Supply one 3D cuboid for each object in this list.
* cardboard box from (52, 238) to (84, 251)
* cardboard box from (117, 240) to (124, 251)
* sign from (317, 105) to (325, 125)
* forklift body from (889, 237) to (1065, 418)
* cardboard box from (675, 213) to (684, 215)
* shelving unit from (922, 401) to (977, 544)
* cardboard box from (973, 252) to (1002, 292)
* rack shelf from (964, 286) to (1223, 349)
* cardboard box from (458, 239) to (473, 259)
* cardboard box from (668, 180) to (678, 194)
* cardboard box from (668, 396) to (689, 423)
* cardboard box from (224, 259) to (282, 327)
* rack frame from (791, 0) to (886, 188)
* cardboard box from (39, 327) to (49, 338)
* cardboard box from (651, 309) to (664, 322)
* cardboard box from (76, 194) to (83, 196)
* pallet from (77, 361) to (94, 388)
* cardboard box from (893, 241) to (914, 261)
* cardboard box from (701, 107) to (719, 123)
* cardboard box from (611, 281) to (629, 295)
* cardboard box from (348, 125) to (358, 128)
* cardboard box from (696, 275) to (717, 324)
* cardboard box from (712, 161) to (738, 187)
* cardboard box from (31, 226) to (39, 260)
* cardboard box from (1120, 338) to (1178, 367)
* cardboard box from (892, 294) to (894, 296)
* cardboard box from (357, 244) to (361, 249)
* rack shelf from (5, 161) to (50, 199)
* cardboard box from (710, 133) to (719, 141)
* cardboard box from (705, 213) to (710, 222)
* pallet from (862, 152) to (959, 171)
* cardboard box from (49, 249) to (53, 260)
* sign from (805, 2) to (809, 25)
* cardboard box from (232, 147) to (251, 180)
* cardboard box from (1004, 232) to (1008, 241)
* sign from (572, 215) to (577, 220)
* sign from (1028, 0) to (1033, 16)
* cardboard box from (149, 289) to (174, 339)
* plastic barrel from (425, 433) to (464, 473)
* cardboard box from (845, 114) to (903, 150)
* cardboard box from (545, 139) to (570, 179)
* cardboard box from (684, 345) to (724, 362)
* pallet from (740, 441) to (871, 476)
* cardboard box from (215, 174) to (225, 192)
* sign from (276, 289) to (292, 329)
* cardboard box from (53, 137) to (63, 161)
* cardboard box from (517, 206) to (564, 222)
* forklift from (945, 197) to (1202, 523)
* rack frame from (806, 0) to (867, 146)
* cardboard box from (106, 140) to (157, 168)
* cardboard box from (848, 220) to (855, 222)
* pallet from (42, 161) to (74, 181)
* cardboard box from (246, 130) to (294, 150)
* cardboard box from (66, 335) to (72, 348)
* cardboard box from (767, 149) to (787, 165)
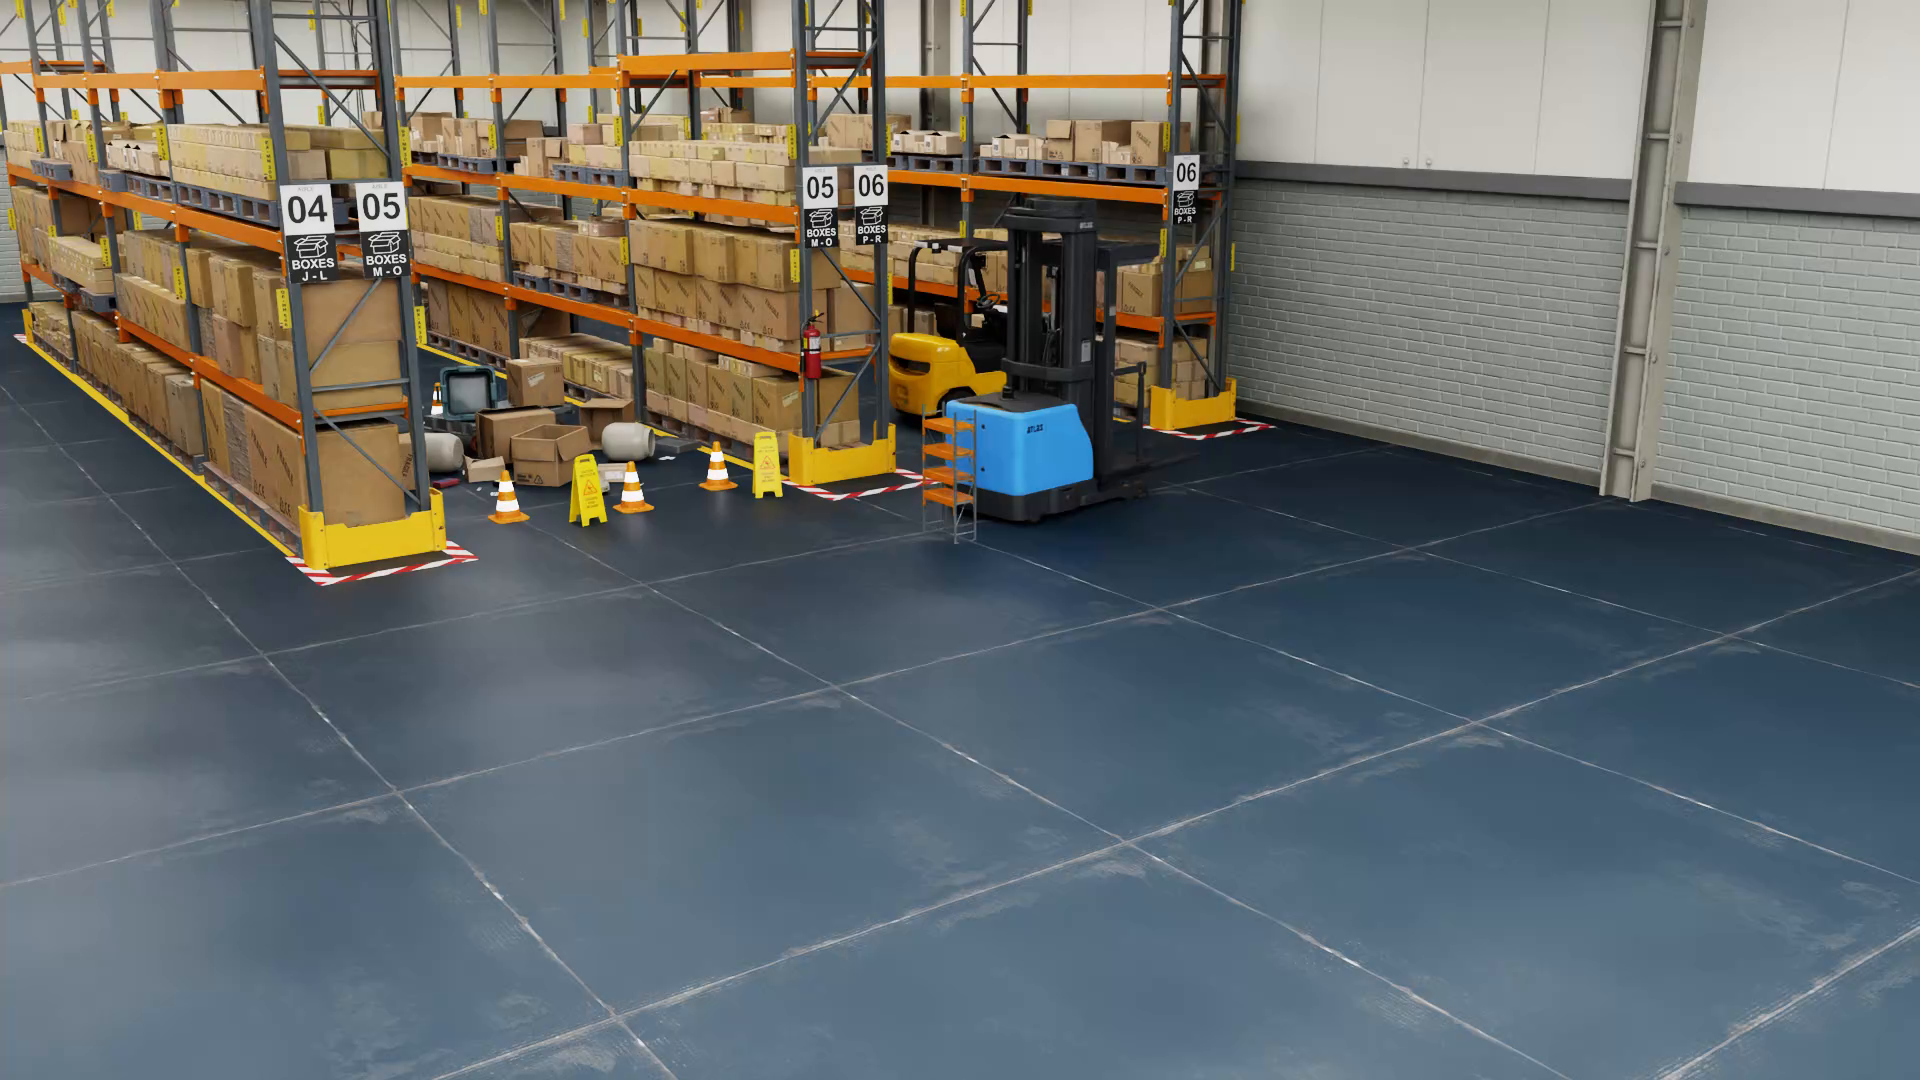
[{"bbox_3d":[-12.158,-4.035,22.690,0.380,0.149,0.250,-10,18,-33],"label":"cardboard box"},{"bbox_3d":[-11.188,-3.972,22.460,0.380,0.149,0.250,-12,19,-36],"label":"cardboard box"},{"bbox_3d":[-11.046,-7.347,28.748,0.100,0.325,0.005,-11,19,-35],"label":"sign"},{"bbox_3d":[0.236,-2.592,20.472,2.313,2.155,1.214,-11,19,-35],"label":"forklift body"},{"bbox_3d":[-4.904,-5.877,30.588,0.500,0.250,0.500,-10,18,-33],"label":"cardboard box"},{"bbox_3d":[-0.097,-0.614,15.047,0.258,1.200,0.503,-11,19,-35],"label":"shelving unit"},{"bbox_3d":[0.524,-3.647,22.528,0.500,0.500,0.500,-12,19,-36],"label":"cardboard box"},{"bbox_3d":[1.650,-2.960,21.570,1.077,0.370,4.000,-11,19,-35],"label":"rack shelf"},{"bbox_3d":[-7.003,-4.264,24.312,0.500,0.250,0.500,-11,19,-36],"label":"cardboard box"},{"bbox_3d":[-3.095,-4.023,18.888,0.380,0.149,0.250,-10,18,-33],"label":"cardboard box"},{"bbox_3d":[-3.087,-1.559,19.502,0.500,0.250,0.500,-10,18,-31],"label":"cardboard box"},{"bbox_3d":[-6.352,-2.334,15.590,0.875,0.550,0.500,-11,19,-35],"label":"cardboard box"},{"bbox_3d":[-1.186,-5.002,16.305,1.000,3.000,0.127,-11,19,-35],"label":"rack frame"},{"bbox_3d":[-14.056,-3.234,25.815,0.380,0.149,0.250,-11,19,-34],"label":"cardboard box"},{"bbox_3d":[-3.422,-2.678,19.656,0.380,0.149,0.250,-10,18,-33],"label":"cardboard box"},{"bbox_3d":[-12.572,-4.797,24.275,0.500,0.500,0.500,-12,19,-36],"label":"cardboard box"},{"bbox_3d":[-11.728,-2.370,23.335,1.003,0.211,1.213,-11,19,-35],"label":"pallet"},{"bbox_3d":[-0.625,-4.186,24.027,0.500,0.250,0.500,-10,18,-33],"label":"cardboard box"},{"bbox_3d":[-4.335,-7.243,28.319,0.396,0.266,0.258,-11,19,-35],"label":"cardboard box"},{"bbox_3d":[-4.064,-3.111,20.440,0.380,0.149,0.250,-11,19,-34],"label":"cardboard box"},{"bbox_3d":[-10.257,-7.068,28.835,0.500,0.250,0.500,-13,20,-40],"label":"cardboard box"},{"bbox_3d":[-2.593,-2.699,18.503,0.500,0.500,0.500,-11,19,-34],"label":"cardboard box"},{"bbox_3d":[-2.309,-3.911,17.723,0.500,0.250,0.500,-10,18,-33],"label":"cardboard box"},{"bbox_3d":[-13.580,-4.463,24.948,0.500,0.500,0.500,-11,19,-36],"label":"cardboard box"},{"bbox_3d":[2.303,-2.288,20.273,0.500,0.250,0.500,-10,18,-33],"label":"cardboard box"},{"bbox_3d":[-1.522,-3.510,25.920,0.875,0.625,0.625,-10,18,-33],"label":"cardboard box"},{"bbox_3d":[-9.940,-5.211,28.244,0.500,0.500,0.500,-11,19,-35],"label":"cardboard box"},{"bbox_3d":[-13.363,-5.408,24.832,1.077,0.370,4.000,-11,19,-35],"label":"rack shelf"},{"bbox_3d":[-3.943,-6.726,27.777,0.380,0.149,0.250,-11,19,-34],"label":"cardboard box"},{"bbox_3d":[-4.126,-5.555,28.704,0.700,0.500,0.500,-10,18,-33],"label":"cardboard box"},{"bbox_3d":[-0.746,-5.574,24.436,1.003,0.211,1.213,-10,18,-32],"label":"pallet"},{"bbox_3d":[-12.327,-3.950,22.943,0.380,0.149,0.250,-11,18,-34],"label":"cardboard box"},{"bbox_3d":[-2.311,-7.884,24.915,0.100,0.325,0.005,-11,19,-35],"label":"sign"},{"bbox_3d":[-5.938,-3.255,14.341,0.500,0.250,0.500,-11,19,-34],"label":"cardboard box"},{"bbox_3d":[0.806,-4.029,22.134,0.380,0.149,0.250,-11,19,-36],"label":"cardboard box"},{"bbox_3d":[-5.457,-4.423,23.511,0.100,0.325,0.005,-11,19,-35],"label":"sign"},{"bbox_3d":[0.938,-7.235,22.395,0.100,0.325,0.005,-11,19,-35],"label":"sign"},{"bbox_3d":[-8.600,-2.506,18.362,0.500,0.500,0.500,-11,19,-34],"label":"cardboard box"},{"bbox_3d":[-5.575,-0.926,17.657,0.512,0.421,0.421,1,15,4],"label":"plastic barrel"},{"bbox_3d":[-1.271,-6.049,24.638,0.700,0.500,0.500,-11,19,-36],"label":"cardboard box"},{"bbox_3d":[-4.970,-4.992,21.755,0.797,0.503,0.637,-11,19,-35],"label":"cardboard box"},{"bbox_3d":[-2.921,-2.143,18.987,0.380,0.149,0.250,-10,18,-31],"label":"cardboard box"},{"bbox_3d":[-1.680,-0.958,18.178,1.003,0.211,1.213,-11,19,-35],"label":"pallet"},{"bbox_3d":[-6.497,-3.239,15.037,0.380,0.149,0.250,-11,19,-34],"label":"cardboard box"},{"bbox_3d":[-5.578,-1.910,13.730,0.100,0.325,0.005,-11,19,-35],"label":"sign"},{"bbox_3d":[-11.839,-5.267,22.328,0.500,0.311,0.500,-11,19,-35],"label":"cardboard box"},{"bbox_3d":[-5.982,-4.490,23.717,0.500,0.500,0.500,-12,19,-36],"label":"cardboard box"},{"bbox_3d":[1.247,-1.889,16.425,3.031,2.935,1.130,-15,21,-43],"label":"forklift"},{"bbox_3d":[-1.877,-7.481,25.364,1.000,3.000,0.127,-11,19,-35],"label":"rack frame"},{"bbox_3d":[-9.587,-4.493,19.310,0.500,0.311,0.500,-11,19,-34],"label":"cardboard box"},{"bbox_3d":[-1.522,-4.911,25.918,0.380,0.149,0.250,-10,18,-33],"label":"cardboard box"},{"bbox_3d":[-11.298,-4.868,21.852,1.213,0.211,1.003,-11,19,-35],"label":"pallet"},{"bbox_3d":[-5.749,-3.352,13.940,0.380,0.149,0.250,-11,19,-34],"label":"cardboard box"},{"bbox_3d":[-12.629,-2.870,23.920,0.380,0.149,0.250,-10,18,-33],"label":"cardboard box"},{"bbox_3d":[-1.745,-3.906,16.948,0.380,0.149,0.250,-10,18,-34],"label":"cardboard box"}]
